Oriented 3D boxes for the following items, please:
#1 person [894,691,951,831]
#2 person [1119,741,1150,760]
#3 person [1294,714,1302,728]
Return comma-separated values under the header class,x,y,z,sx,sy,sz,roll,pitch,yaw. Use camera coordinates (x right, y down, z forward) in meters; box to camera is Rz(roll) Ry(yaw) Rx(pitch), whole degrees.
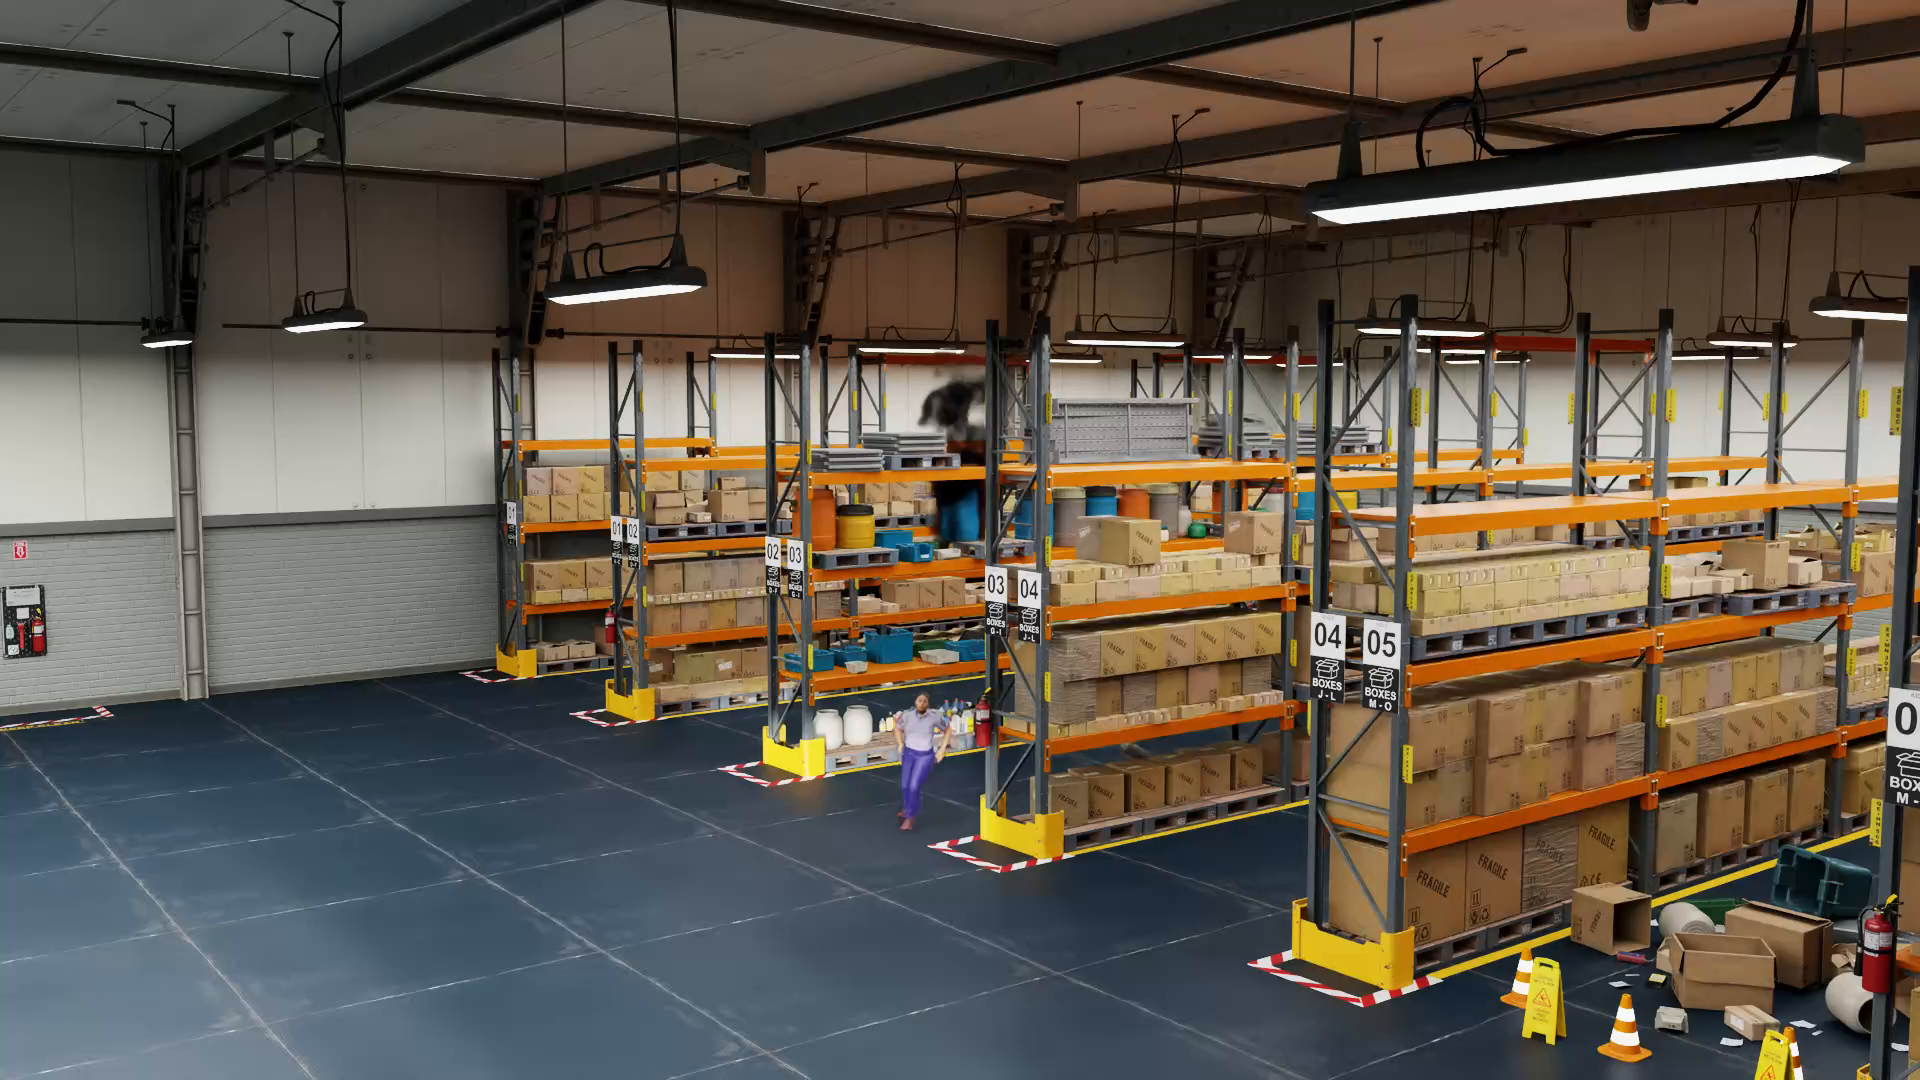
class,x,y,z,sx,sy,sz,roll,pitch,yaw
person,-0.491,2.630,19.874,0.693,1.670,0.687,2,5,22
person,2.270,2.349,22.239,0.564,1.739,0.669,-4,6,-38
person,4.775,2.265,23.866,0.697,1.683,0.572,-4,7,-40
